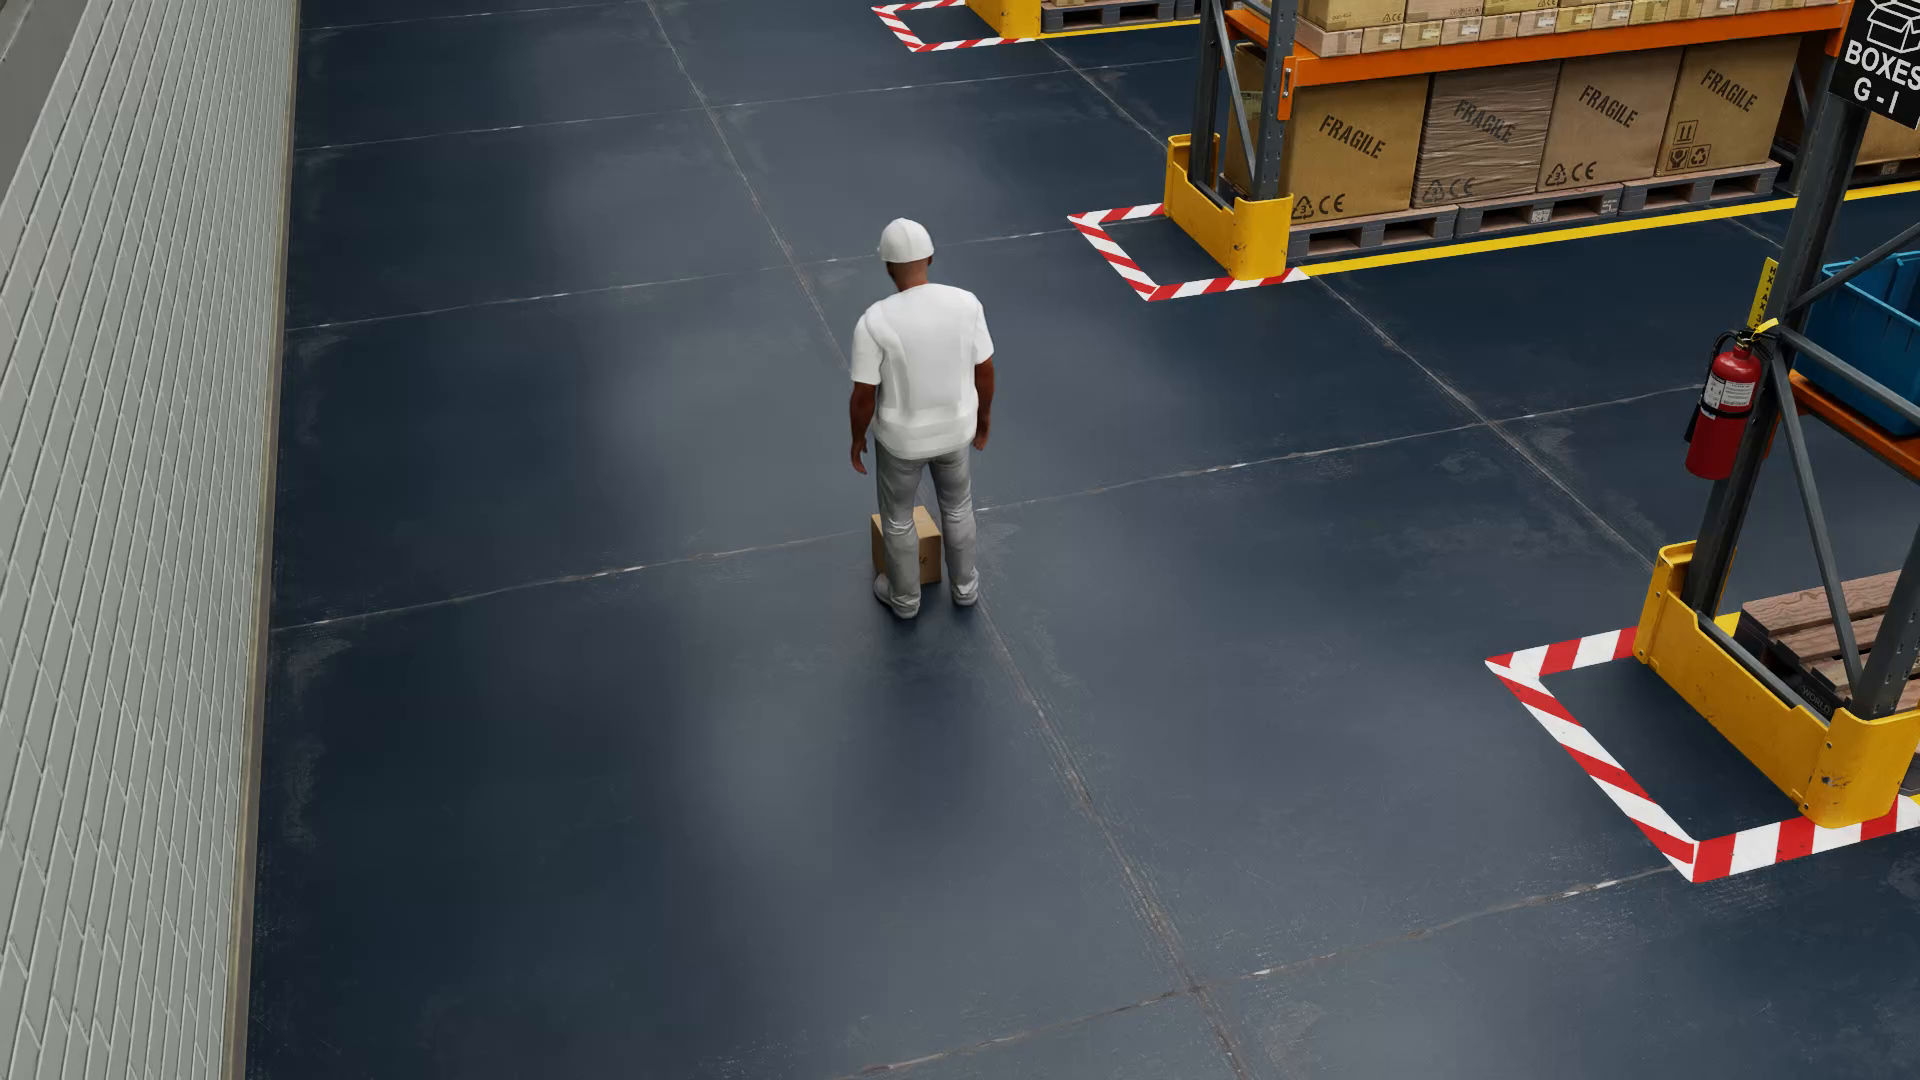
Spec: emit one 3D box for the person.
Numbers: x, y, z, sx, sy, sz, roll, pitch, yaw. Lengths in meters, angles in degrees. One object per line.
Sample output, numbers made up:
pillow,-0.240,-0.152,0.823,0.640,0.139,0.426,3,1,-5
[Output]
person,-0.162,-0.470,6.831,0.626,1.759,0.463,-12,35,-17
